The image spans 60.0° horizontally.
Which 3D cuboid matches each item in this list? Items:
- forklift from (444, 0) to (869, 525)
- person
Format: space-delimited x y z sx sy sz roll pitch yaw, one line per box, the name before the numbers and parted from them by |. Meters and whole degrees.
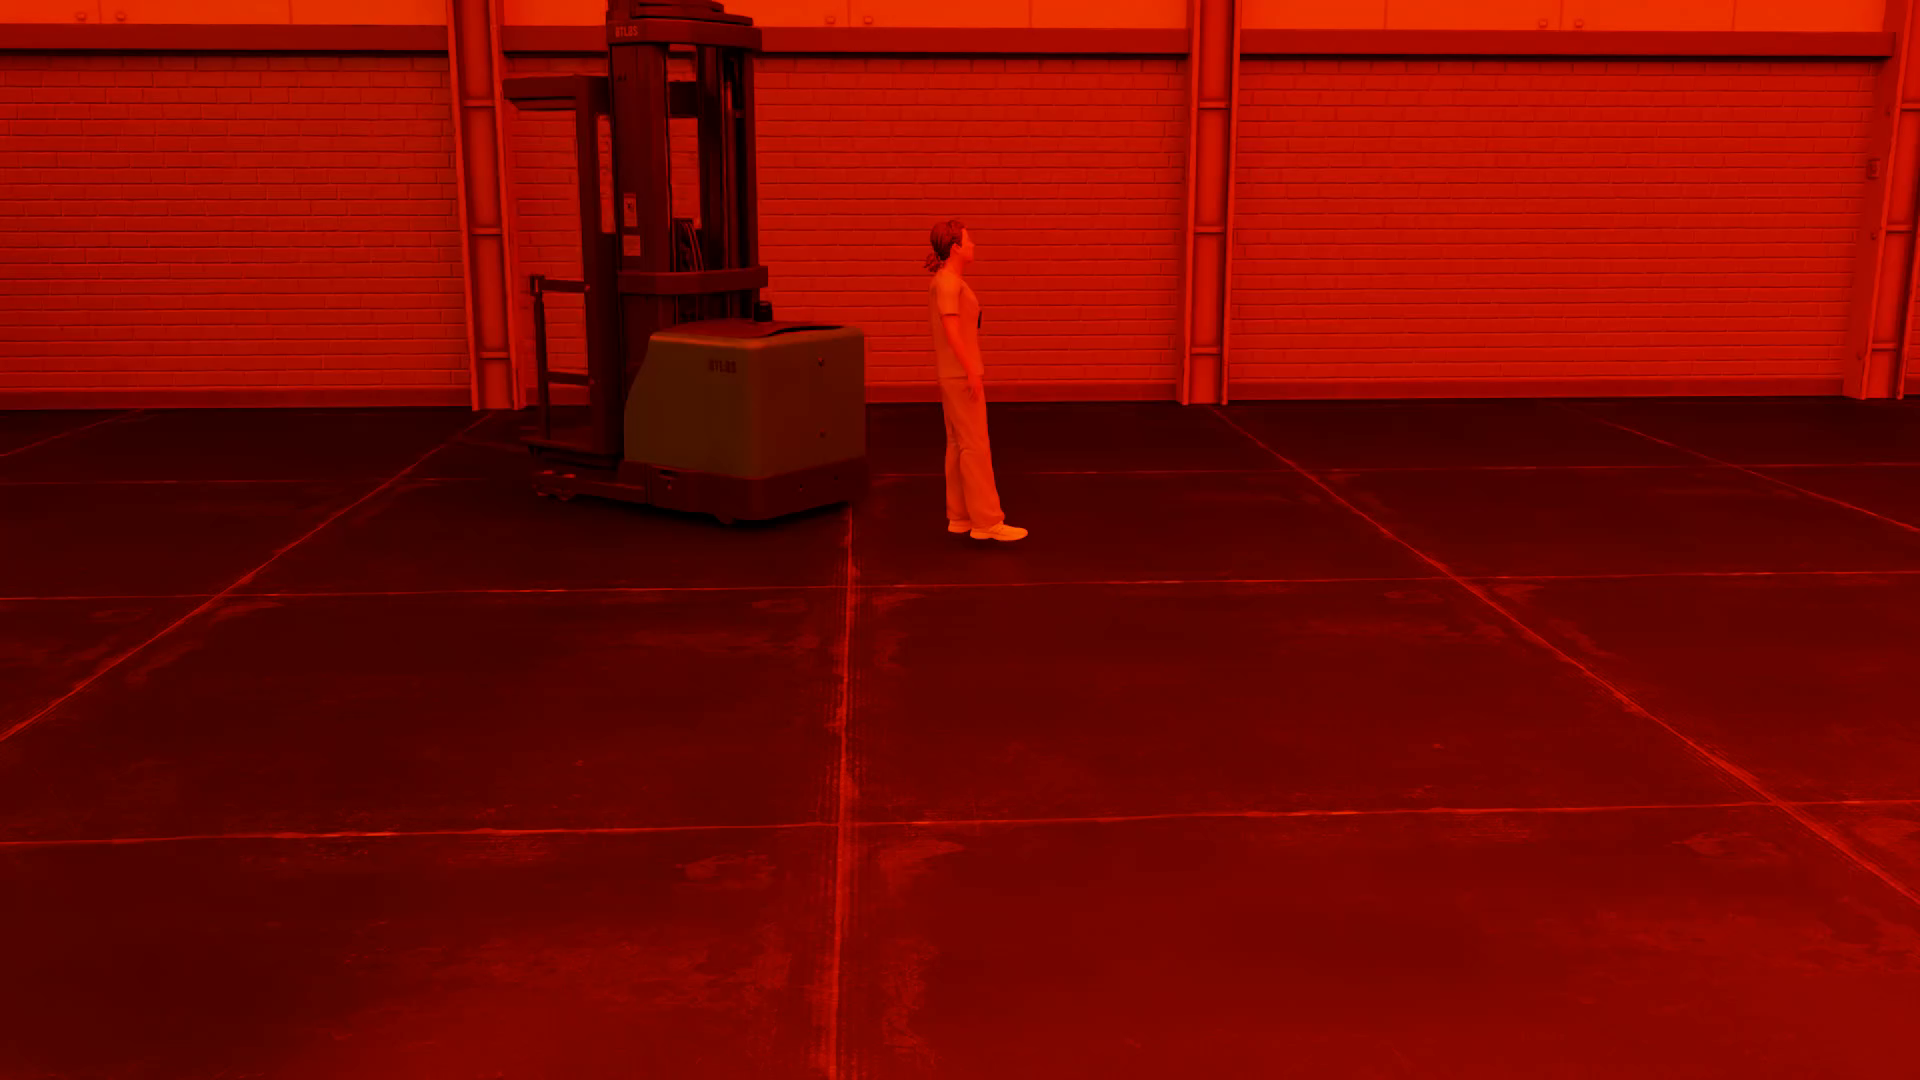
forklift | -2.033 -1.750 10.201 3.031 2.935 1.130 9 16 36
person | 0.073 -0.862 8.900 0.549 1.676 0.549 -1 13 -3
